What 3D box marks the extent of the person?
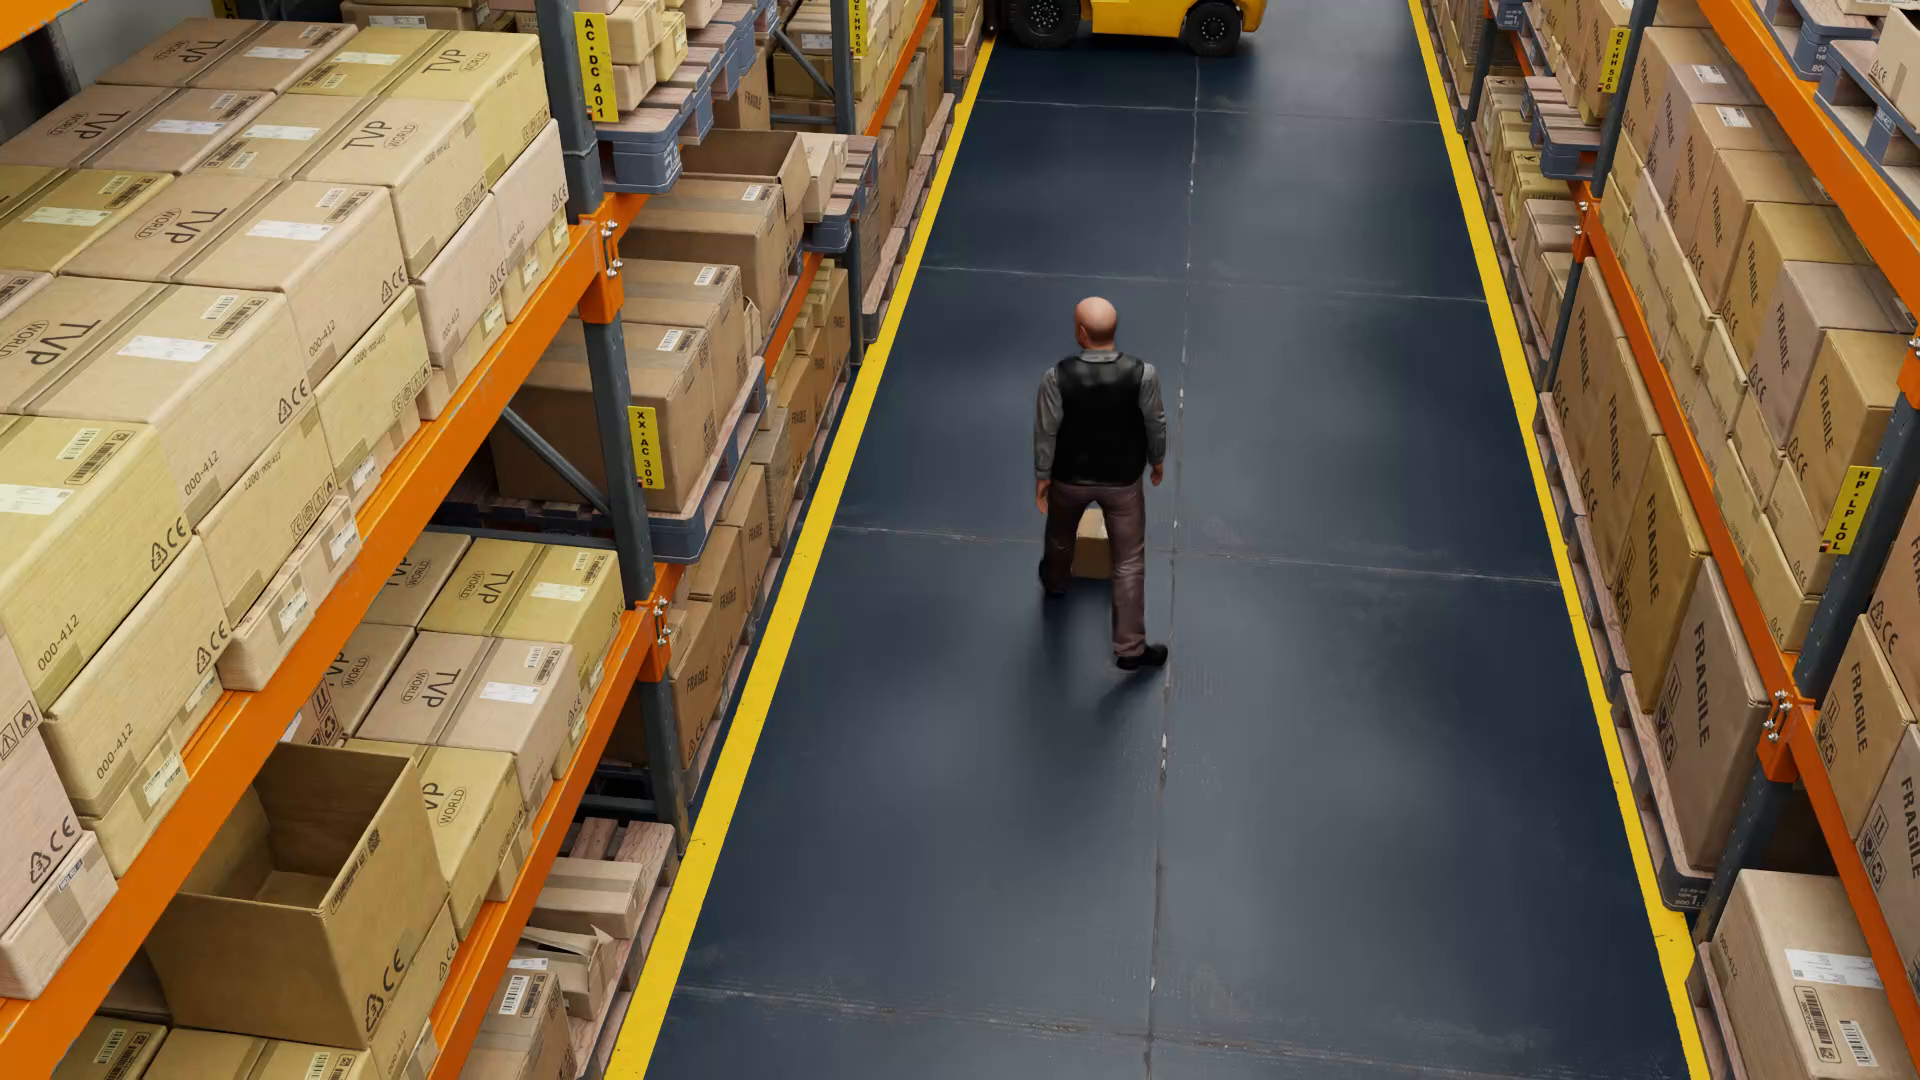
[{"bbox_3d":[0.659,-0.292,7.478,0.665,1.697,0.909,3,36,5],"label":"person"}]
